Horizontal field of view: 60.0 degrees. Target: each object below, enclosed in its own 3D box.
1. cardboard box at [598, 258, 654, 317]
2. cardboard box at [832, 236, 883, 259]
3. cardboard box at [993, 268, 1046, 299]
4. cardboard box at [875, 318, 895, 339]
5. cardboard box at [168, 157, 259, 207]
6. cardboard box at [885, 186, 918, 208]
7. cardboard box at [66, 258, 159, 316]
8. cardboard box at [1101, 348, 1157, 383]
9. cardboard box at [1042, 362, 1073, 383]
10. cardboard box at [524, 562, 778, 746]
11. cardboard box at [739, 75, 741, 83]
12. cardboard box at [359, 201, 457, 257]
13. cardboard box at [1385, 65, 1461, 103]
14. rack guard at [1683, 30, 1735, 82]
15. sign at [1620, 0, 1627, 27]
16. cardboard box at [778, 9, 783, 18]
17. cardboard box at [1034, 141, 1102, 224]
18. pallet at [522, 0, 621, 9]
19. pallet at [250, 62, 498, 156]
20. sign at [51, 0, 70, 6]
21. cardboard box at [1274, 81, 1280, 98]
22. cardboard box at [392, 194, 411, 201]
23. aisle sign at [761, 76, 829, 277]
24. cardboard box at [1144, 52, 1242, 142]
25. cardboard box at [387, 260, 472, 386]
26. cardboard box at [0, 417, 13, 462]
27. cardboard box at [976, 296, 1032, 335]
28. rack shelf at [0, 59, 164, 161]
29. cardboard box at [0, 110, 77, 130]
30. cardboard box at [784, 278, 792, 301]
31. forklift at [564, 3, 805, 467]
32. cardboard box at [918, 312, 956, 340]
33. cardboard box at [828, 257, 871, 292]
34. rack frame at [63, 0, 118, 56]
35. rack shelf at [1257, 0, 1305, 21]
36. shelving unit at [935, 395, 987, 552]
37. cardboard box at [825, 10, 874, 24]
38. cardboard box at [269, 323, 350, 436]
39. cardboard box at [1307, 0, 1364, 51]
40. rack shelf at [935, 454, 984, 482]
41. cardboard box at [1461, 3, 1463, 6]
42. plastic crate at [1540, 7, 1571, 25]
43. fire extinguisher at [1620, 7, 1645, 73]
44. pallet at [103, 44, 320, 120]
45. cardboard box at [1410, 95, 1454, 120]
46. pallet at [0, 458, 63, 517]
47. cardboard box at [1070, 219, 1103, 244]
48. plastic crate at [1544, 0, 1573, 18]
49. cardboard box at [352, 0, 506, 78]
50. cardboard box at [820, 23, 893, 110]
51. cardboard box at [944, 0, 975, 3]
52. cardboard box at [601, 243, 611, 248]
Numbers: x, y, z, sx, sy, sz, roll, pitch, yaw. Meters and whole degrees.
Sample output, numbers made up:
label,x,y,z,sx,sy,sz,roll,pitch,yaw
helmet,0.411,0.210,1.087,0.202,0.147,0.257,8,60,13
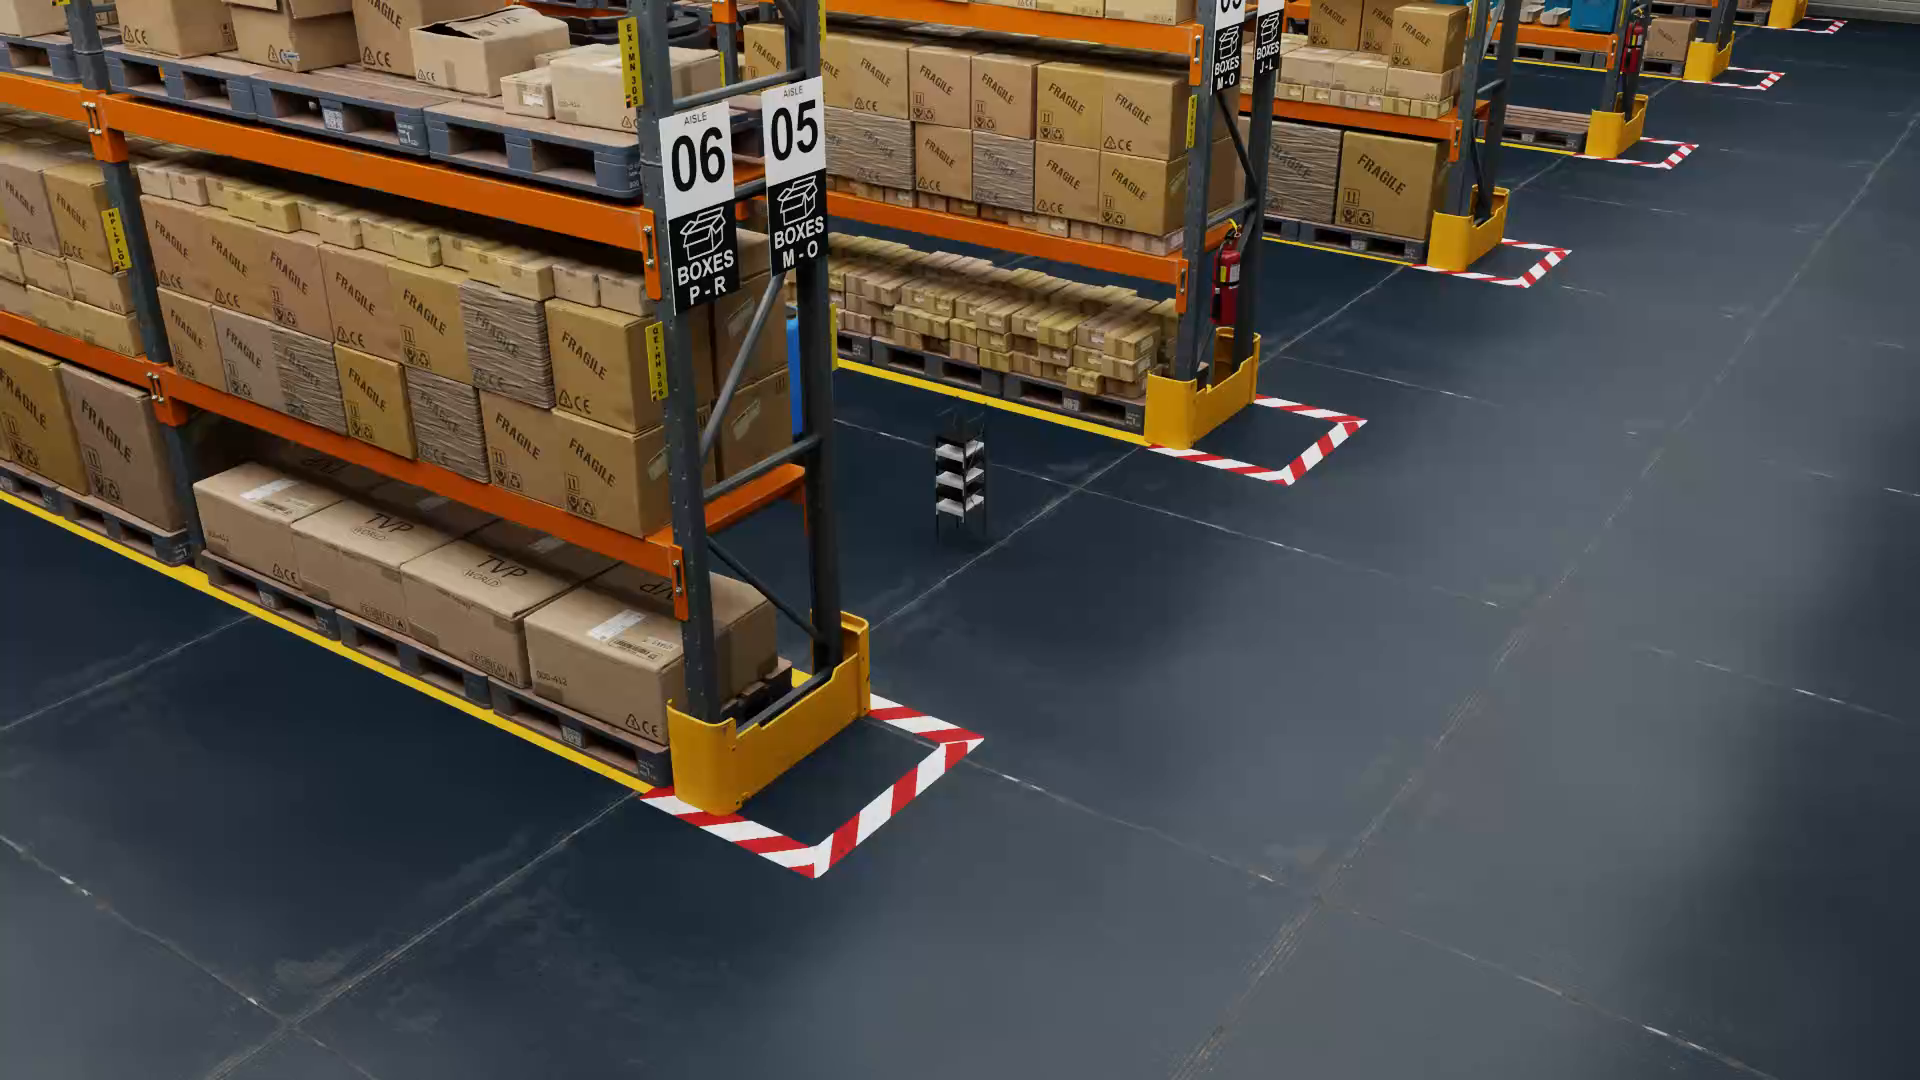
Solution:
label,x,y,z,sx,sy,sz,roll,pitch,yaw
cardboard box,-1.334,-1.106,7.188,0.250,0.149,0.380,18,32,31
cardboard box,-0.829,-2.350,13.585,0.250,0.149,0.380,18,32,31
cardboard box,0.459,-1.960,12.818,0.250,0.149,0.380,18,32,31
cardboard box,-0.452,-1.701,12.965,0.250,0.149,0.380,16,31,28
cardboard box,-3.888,-1.878,8.705,0.250,0.149,0.380,18,32,31
cardboard box,-0.341,-2.586,12.301,0.250,0.149,0.380,19,33,32
cardboard box,-4.723,-1.515,9.534,0.500,0.250,0.500,17,32,30
cardboard box,1.198,-1.264,11.779,0.250,0.149,0.380,16,31,29
cardboard box,0.804,-1.288,12.154,0.250,0.149,0.380,17,32,30
cardboard box,-1.525,0.513,8.296,0.875,0.438,0.875,16,31,29
cardboard box,-1.944,-3.584,13.142,0.250,0.149,0.380,19,33,33
cardboard box,-2.623,-1.487,7.938,0.250,0.149,0.380,18,32,32
cardboard box,4.136,-4.105,14.847,0.500,0.250,0.500,17,31,30
rack guard,10.235,-6.622,22.712,0.348,0.500,1.175,17,32,30
sign,7.192,-5.729,18.020,0.005,0.325,0.100,17,32,30
cardboard box,-1.662,-5.887,18.400,0.500,0.500,0.500,18,32,32
cardboard box,0.857,-2.516,11.449,0.500,0.500,0.500,17,31,30
pallet,-4.658,-6.760,20.437,1.213,0.211,1.003,17,32,30
pallet,-2.552,-2.106,7.872,1.213,0.211,1.003,17,32,30
sign,-4.521,-2.839,8.297,0.005,0.325,0.100,17,32,30
cardboard box,2.946,-4.263,15.597,0.250,0.149,0.380,18,32,31
cardboard box,-2.770,-1.804,8.559,0.250,0.149,0.380,17,31,29
aisle sign,-0.701,-1.558,7.138,0.004,0.787,0.394,17,32,30
cardboard box,1.575,-3.023,11.343,0.500,0.500,0.500,17,32,30
cardboard box,-2.310,-1.086,7.864,0.500,0.500,0.500,17,32,30
cardboard box,-6.264,-1.165,11.111,0.875,0.875,0.875,18,32,31
cardboard box,0.324,-1.652,12.214,0.250,0.149,0.380,19,32,32
rack shelf,-5.871,-2.866,10.061,4.000,0.370,1.077,17,32,30
cardboard box,-5.699,-2.428,10.500,0.500,0.500,0.500,17,31,30
cardboard box,-1.385,-2.050,13.322,0.250,0.149,0.380,19,33,33
forklift,-2.427,-2.024,10.996,3.031,2.935,1.130,17,31,29
cardboard box,-0.109,-1.658,12.553,0.250,0.149,0.380,18,32,31
cardboard box,-0.906,-2.090,13.073,0.250,0.149,0.380,17,31,30
rack frame,-4.222,-4.010,8.208,0.127,3.000,1.000,17,32,30
rack shelf,2.544,-7.086,21.660,4.000,0.370,1.077,17,32,30
shelving unit,0.007,-0.399,10.042,0.210,0.900,0.258,17,32,30
cardboard box,-0.962,-3.816,12.901,0.500,0.500,0.500,16,31,29
cardboard box,-3.165,-0.902,8.605,0.500,0.500,0.500,18,32,31
cardboard box,3.601,-4.898,15.577,0.500,0.500,0.500,16,31,29
rack shelf,0.007,-0.449,10.016,0.200,0.077,0.258,17,32,30
cardboard box,7.631,-7.786,24.513,0.500,0.500,0.500,17,32,30
plastic crate,6.715,-5.917,18.794,0.243,0.136,0.396,17,32,30
fire extinguisher,7.357,-5.457,18.162,0.183,0.674,0.296,17,32,30
pallet,-3.553,-2.420,8.488,1.213,0.211,1.003,17,32,30
cardboard box,4.206,-3.871,14.826,0.250,0.149,0.380,18,32,31
pallet,-5.910,-0.577,11.151,1.213,0.211,1.003,17,32,30
cardboard box,0.967,-2.189,11.521,0.250,0.149,0.380,17,32,30
plastic crate,6.930,-6.174,19.192,0.300,0.233,0.416,17,32,30
cardboard box,-2.502,-2.496,7.857,0.500,0.500,0.500,18,32,31
cardboard box,-0.833,-3.501,12.283,0.500,0.500,0.500,16,31,29
cardboard box,-0.006,-3.864,11.393,0.500,0.250,0.500,19,33,33
cardboard box,-1.466,-1.434,7.832,0.250,0.149,0.380,18,32,32
